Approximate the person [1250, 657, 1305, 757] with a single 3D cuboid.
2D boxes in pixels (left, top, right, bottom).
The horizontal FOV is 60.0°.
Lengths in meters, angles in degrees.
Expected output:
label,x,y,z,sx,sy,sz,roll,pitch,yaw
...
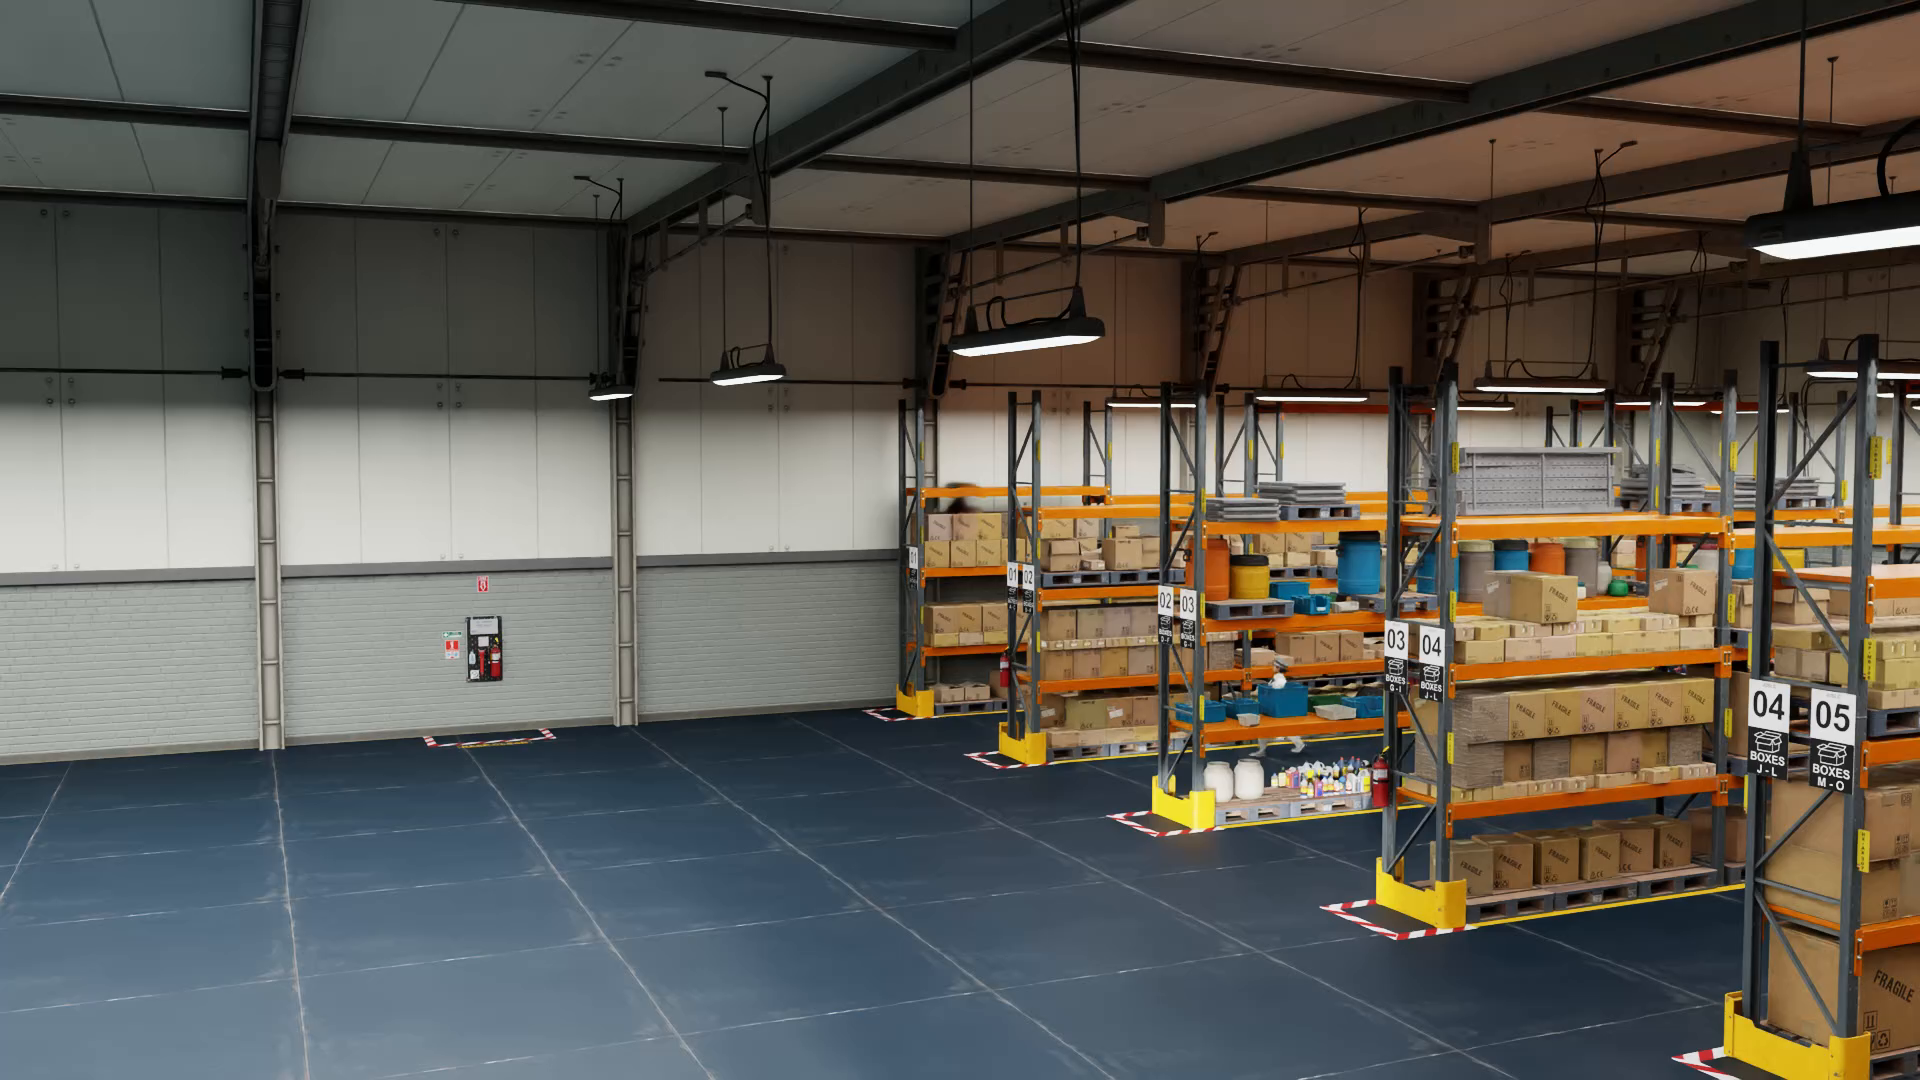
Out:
label,x,y,z,sx,sy,sz,roll,pitch,yaw
person,5.207,2.737,27.250,0.920,1.637,0.425,-2,4,-30
